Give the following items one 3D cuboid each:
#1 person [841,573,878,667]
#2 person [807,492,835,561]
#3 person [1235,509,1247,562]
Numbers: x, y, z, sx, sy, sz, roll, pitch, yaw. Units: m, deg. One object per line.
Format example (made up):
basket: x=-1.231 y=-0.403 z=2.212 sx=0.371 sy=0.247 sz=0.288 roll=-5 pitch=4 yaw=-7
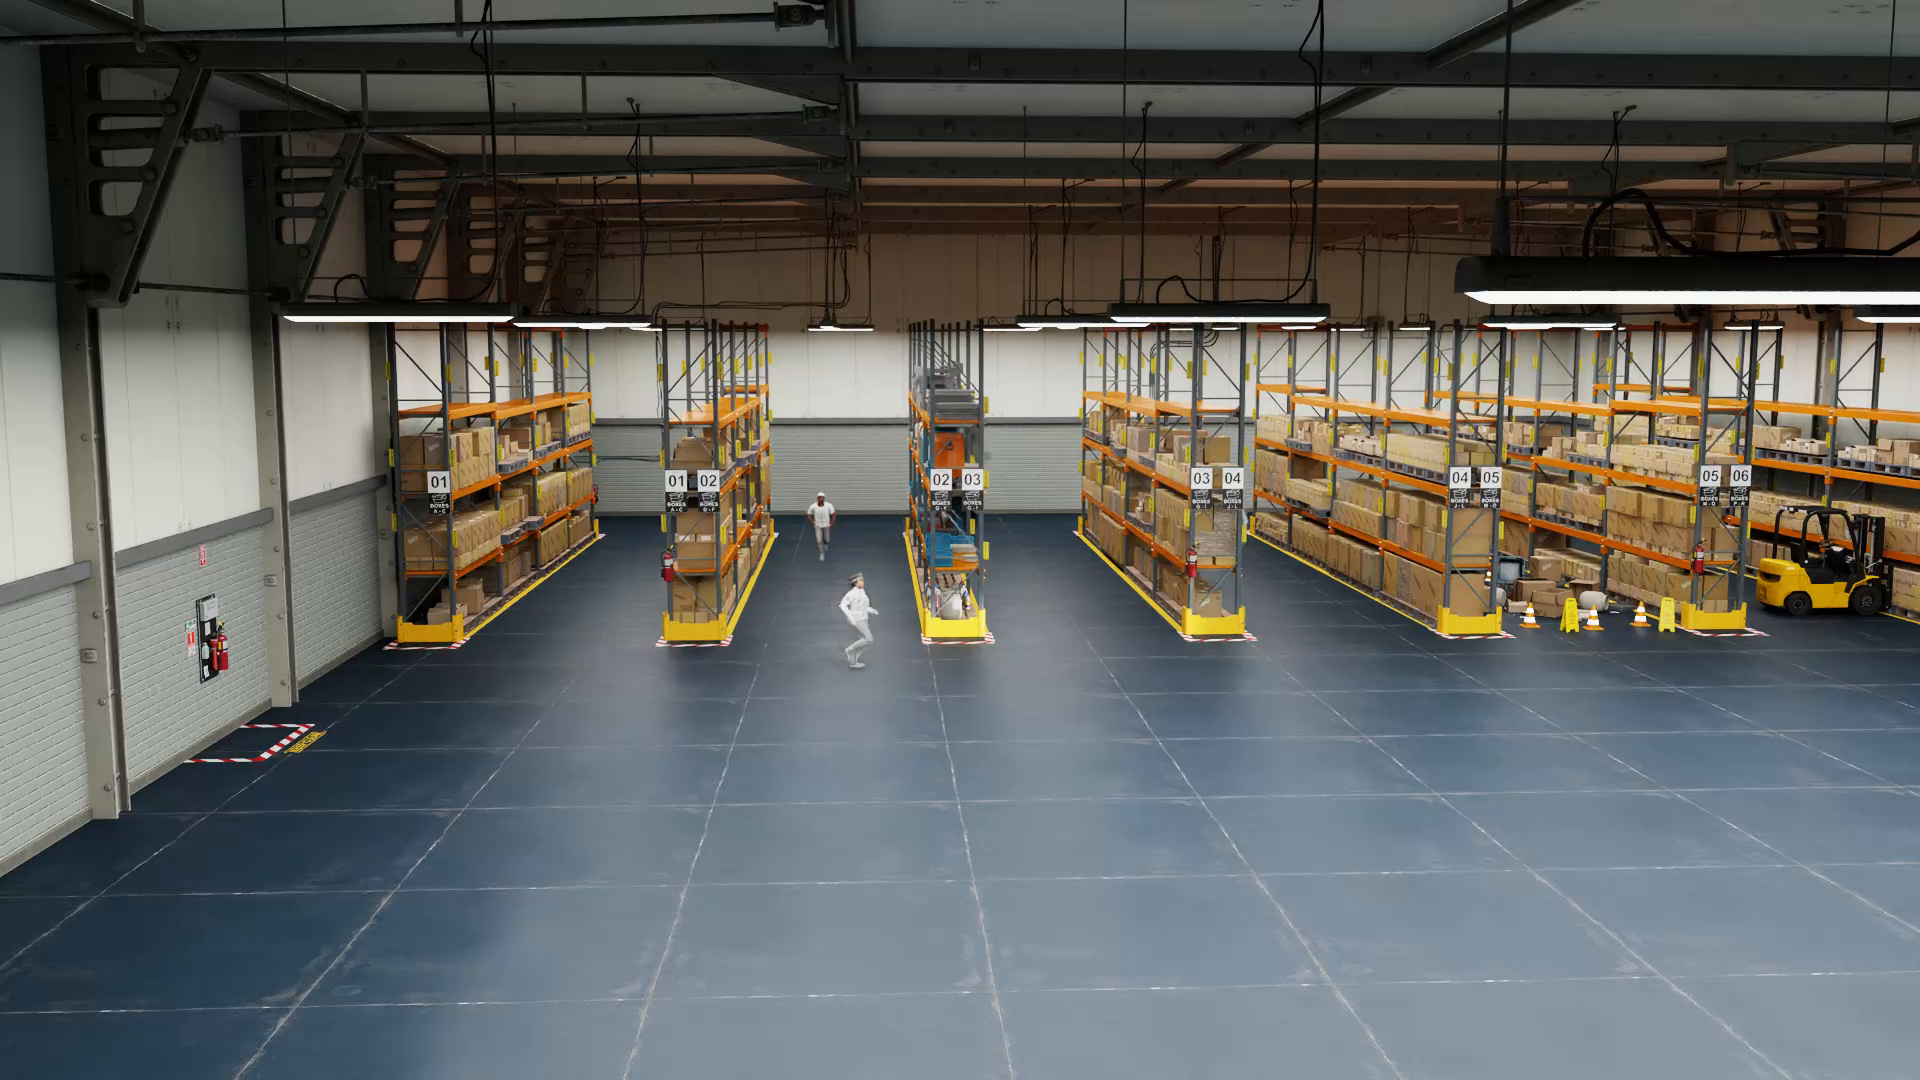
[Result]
person: x=-1.691 y=1.378 z=28.580 sx=0.550 sy=1.650 sz=0.613 roll=3 pitch=8 yaw=21
person: x=-3.540 y=-0.358 z=42.452 sx=0.736 sy=1.725 sz=0.611 roll=-1 pitch=7 yaw=-9
person: x=6.919 y=-0.242 z=41.677 sx=0.639 sy=1.662 sz=0.550 roll=-1 pitch=7 yaw=-12
